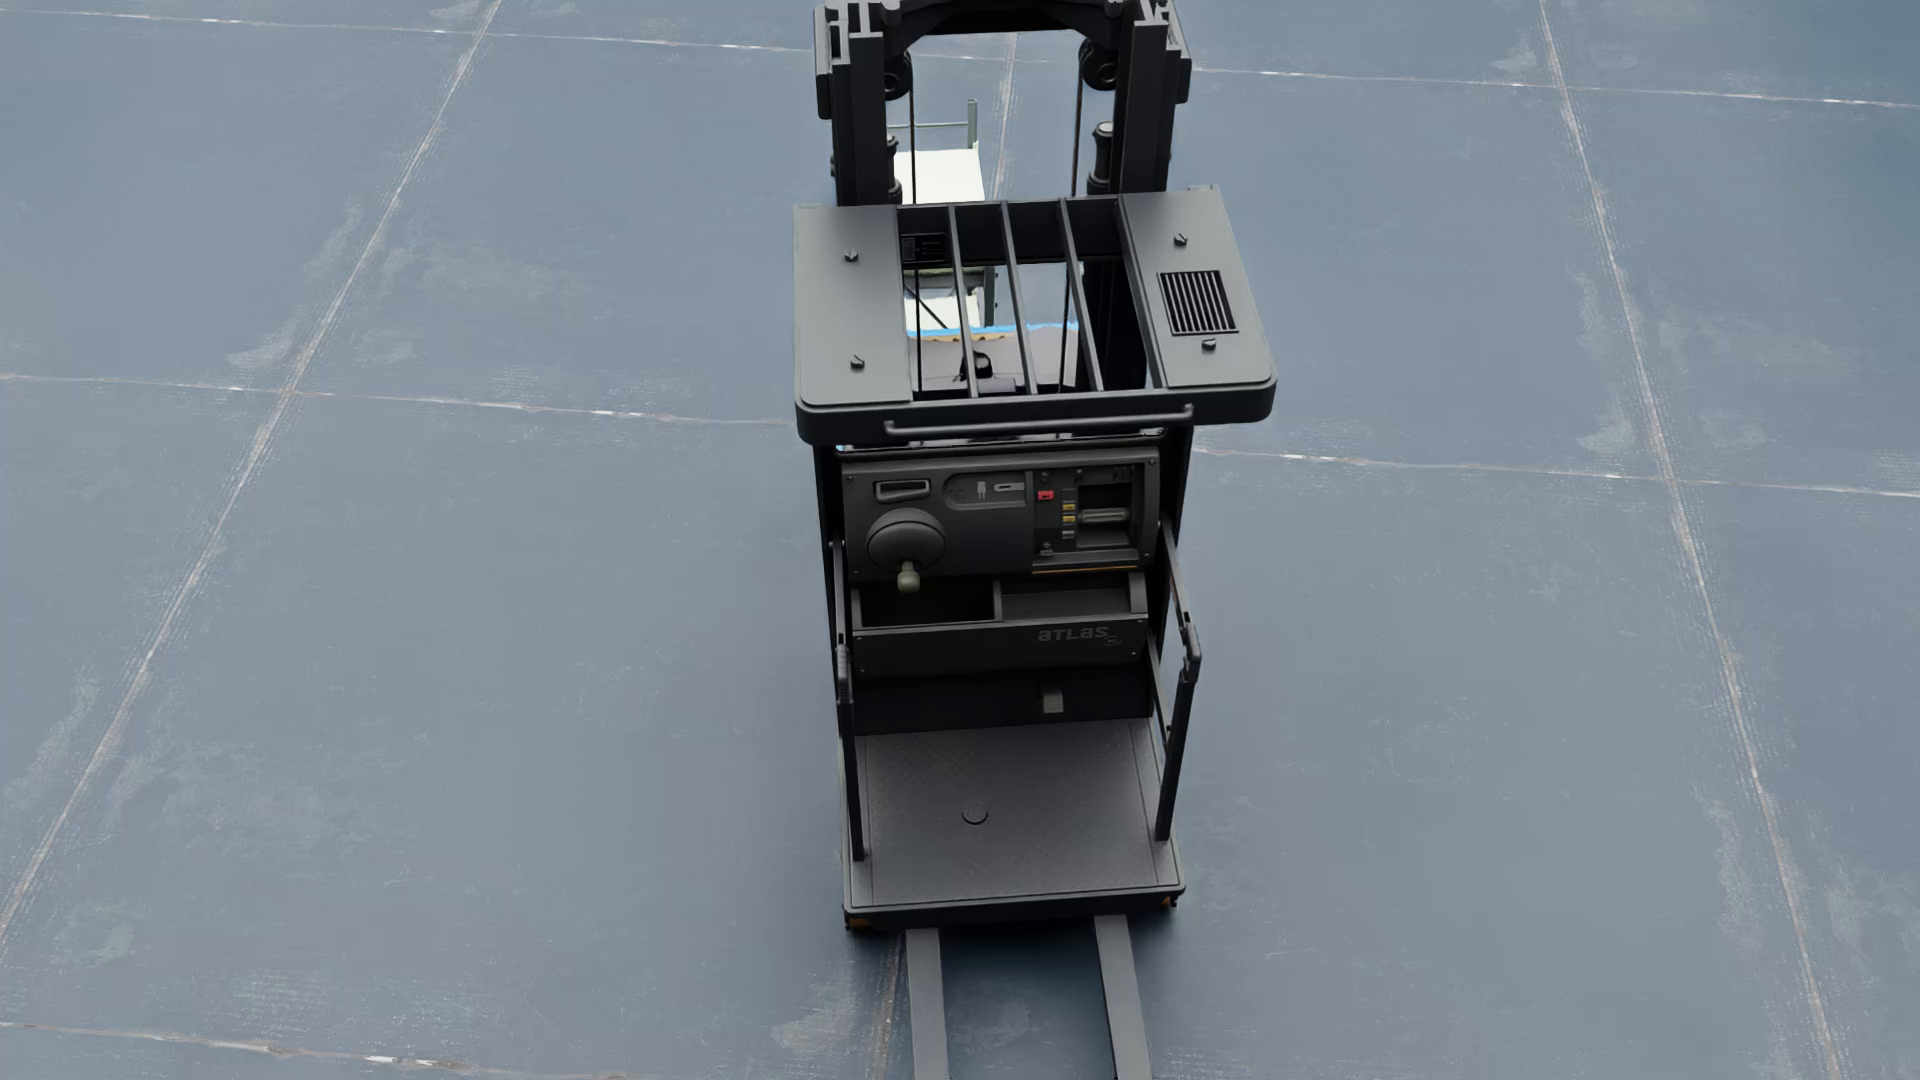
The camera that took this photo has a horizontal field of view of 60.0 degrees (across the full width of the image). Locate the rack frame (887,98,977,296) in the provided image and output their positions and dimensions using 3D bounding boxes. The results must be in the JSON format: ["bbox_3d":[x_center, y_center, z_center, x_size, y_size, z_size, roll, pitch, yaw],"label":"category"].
[{"bbox_3d":[-0.136,-1.137,6.800,0.400,1.500,0.023,-3,48,-3],"label":"rack frame"}]

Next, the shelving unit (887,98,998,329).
[{"bbox_3d":[-0.107,-0.868,6.554,0.431,1.500,0.755,-3,48,-3],"label":"shelving unit"}]

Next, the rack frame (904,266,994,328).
[{"bbox_3d":[-0.078,-0.599,6.307,0.400,1.500,0.023,-3,48,-3],"label":"rack frame"}]

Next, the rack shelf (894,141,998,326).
[{"bbox_3d":[-0.107,-1.132,6.266,0.431,0.370,0.720,-3,48,-3],"label":"rack shelf"}]

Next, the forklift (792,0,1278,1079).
[{"bbox_3d":[0.142,0.043,4.751,1.130,2.935,3.031,-3,48,-3],"label":"forklift"}]

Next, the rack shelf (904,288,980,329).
[{"bbox_3d":[-0.107,-0.648,6.794,0.431,0.370,0.720,-3,48,-3],"label":"rack shelf"}]
